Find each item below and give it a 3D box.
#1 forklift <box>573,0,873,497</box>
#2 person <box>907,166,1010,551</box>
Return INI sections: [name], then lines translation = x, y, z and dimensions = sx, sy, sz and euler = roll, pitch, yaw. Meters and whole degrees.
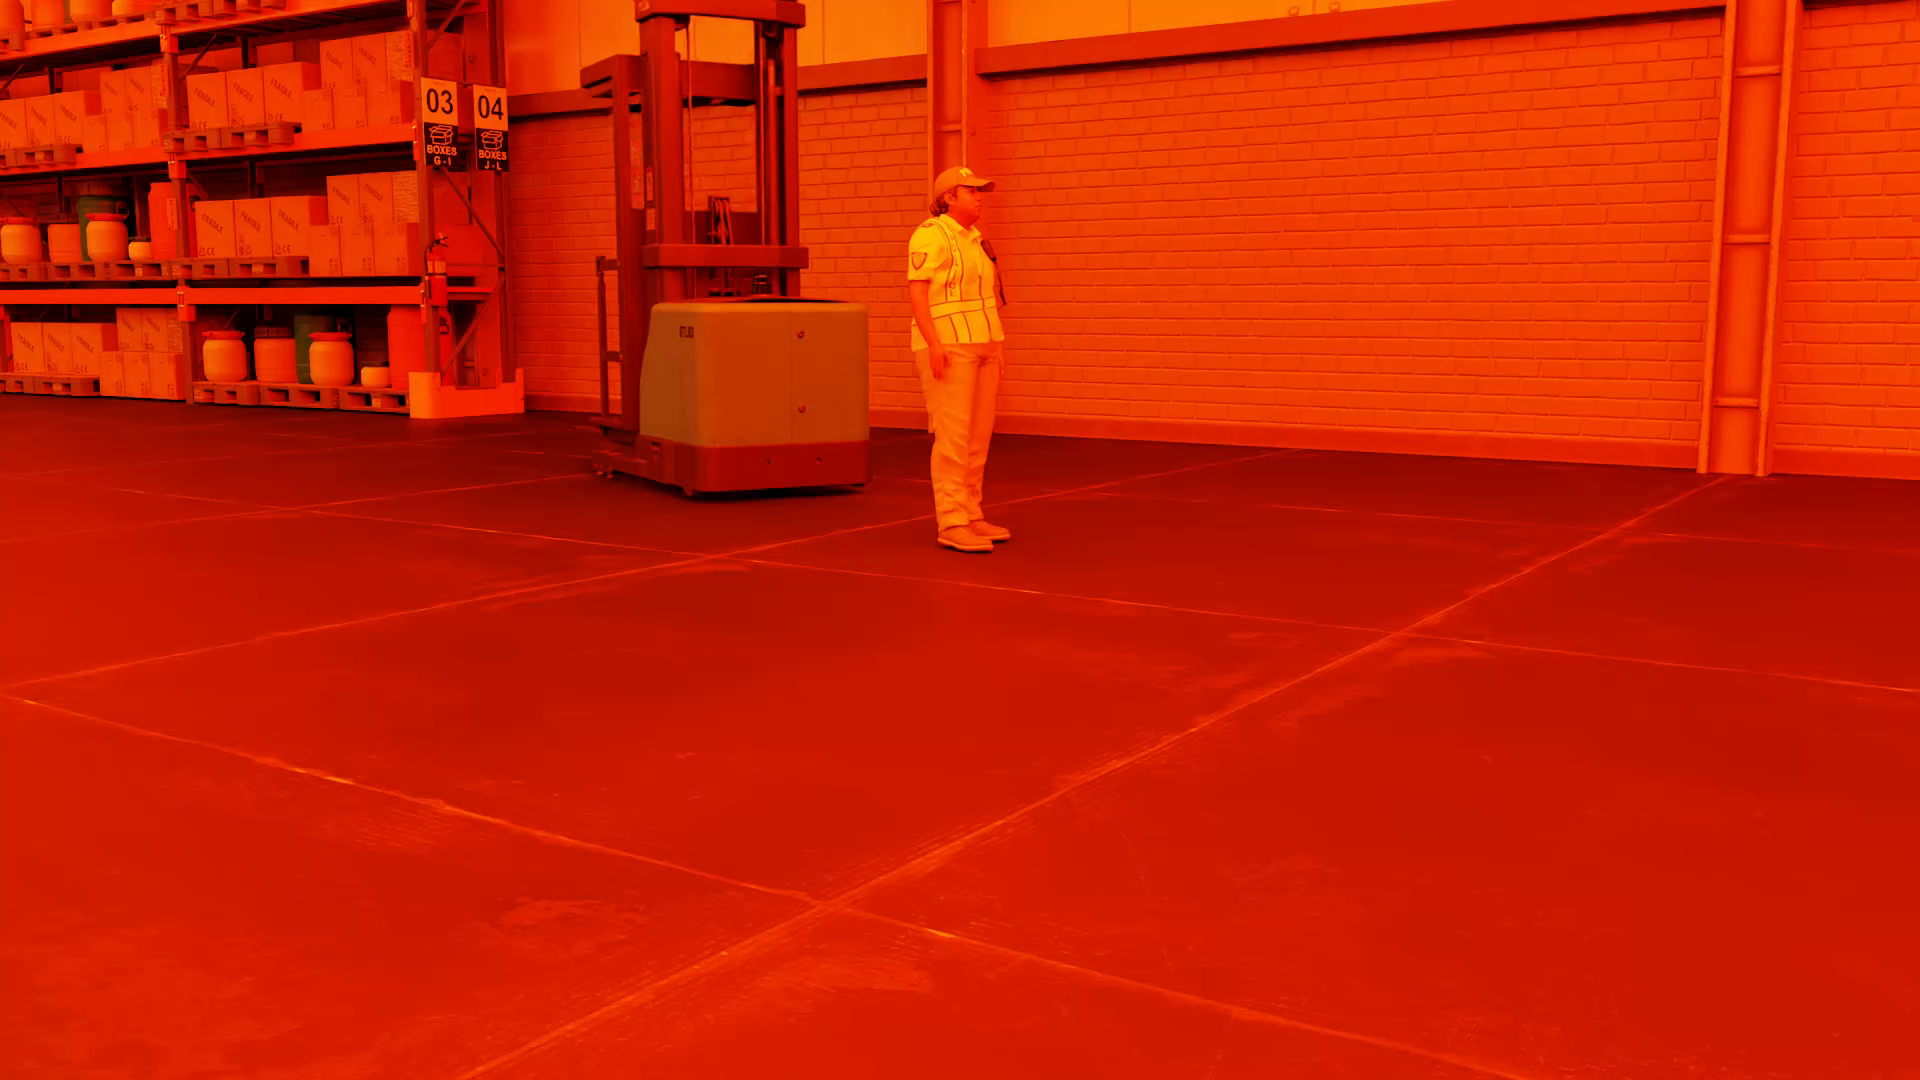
[forklift]
translation = -1.653, -1.855, 10.240
dimensions = 1.130, 2.935, 3.031
euler = -5, 9, -29
[person]
translation = 0.051, -0.823, 7.424
dimensions = 0.529, 1.670, 0.598
euler = 5, 10, 34
